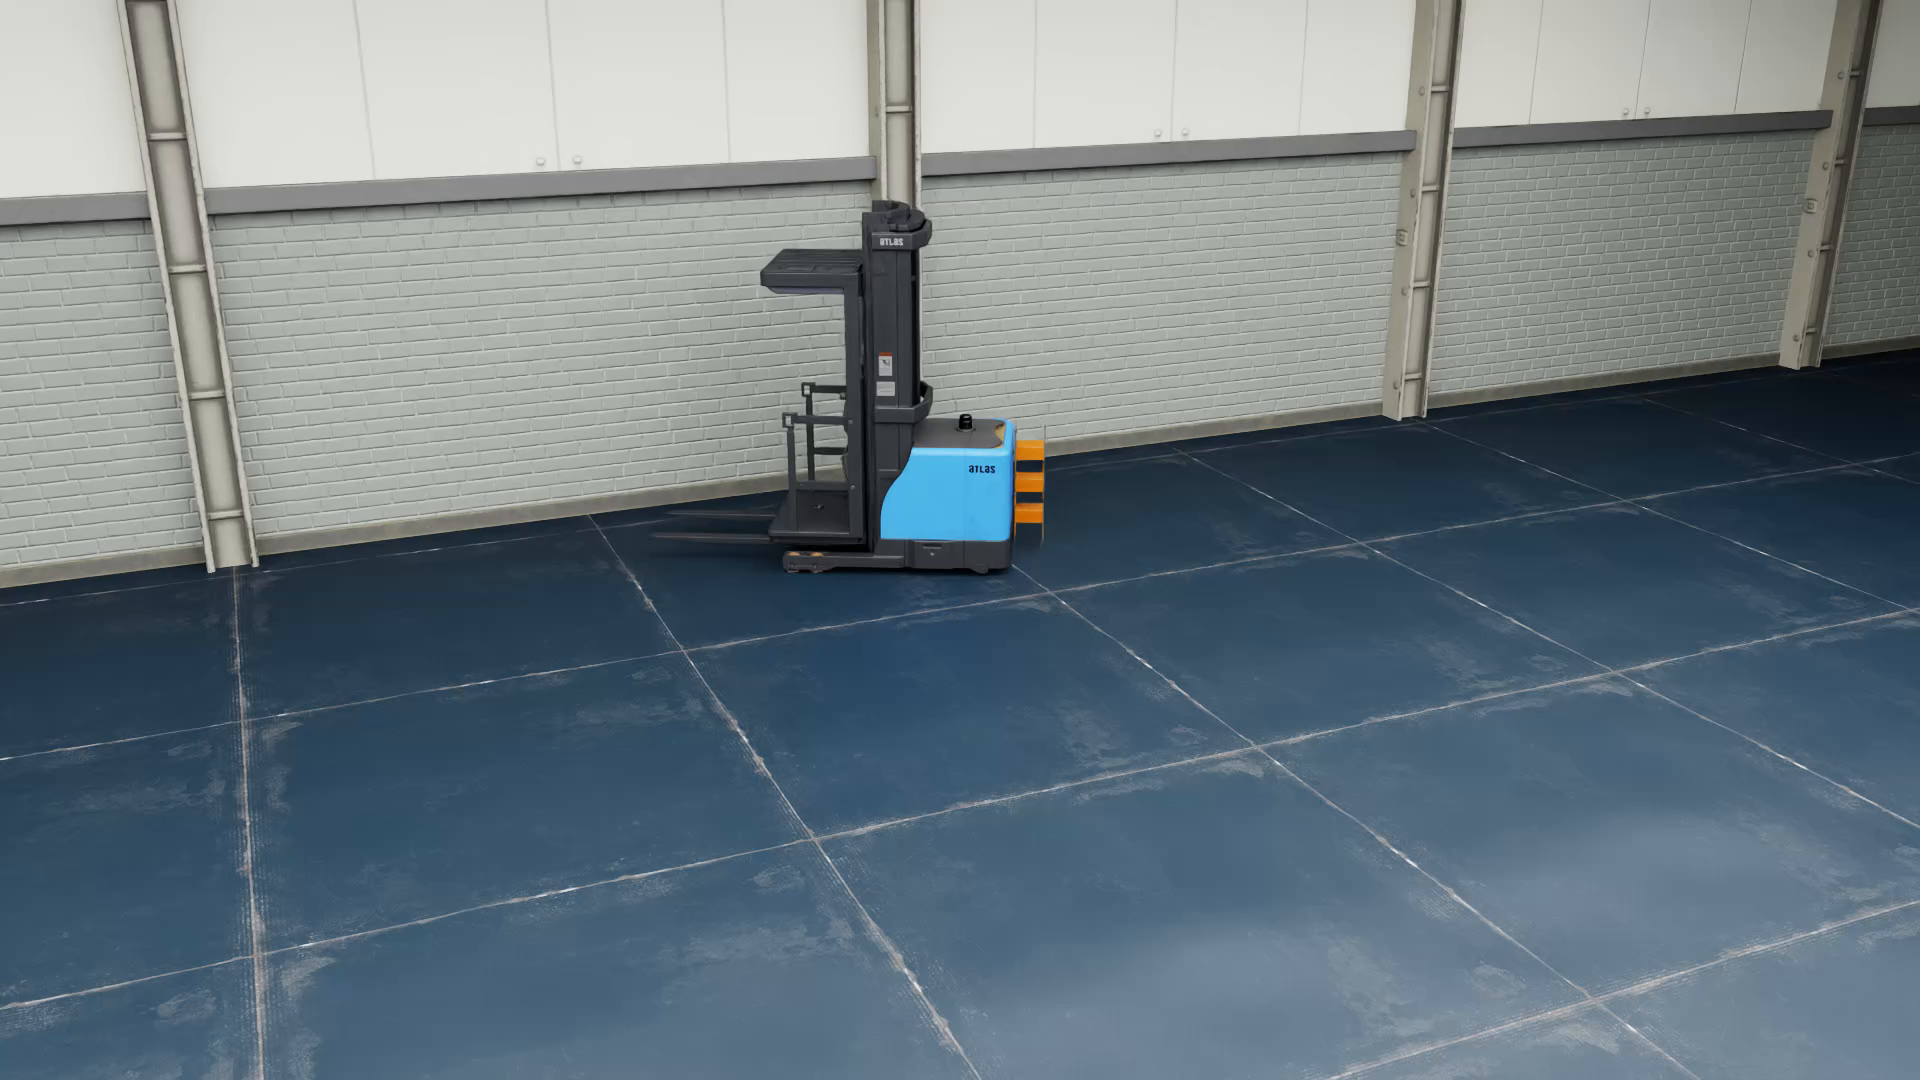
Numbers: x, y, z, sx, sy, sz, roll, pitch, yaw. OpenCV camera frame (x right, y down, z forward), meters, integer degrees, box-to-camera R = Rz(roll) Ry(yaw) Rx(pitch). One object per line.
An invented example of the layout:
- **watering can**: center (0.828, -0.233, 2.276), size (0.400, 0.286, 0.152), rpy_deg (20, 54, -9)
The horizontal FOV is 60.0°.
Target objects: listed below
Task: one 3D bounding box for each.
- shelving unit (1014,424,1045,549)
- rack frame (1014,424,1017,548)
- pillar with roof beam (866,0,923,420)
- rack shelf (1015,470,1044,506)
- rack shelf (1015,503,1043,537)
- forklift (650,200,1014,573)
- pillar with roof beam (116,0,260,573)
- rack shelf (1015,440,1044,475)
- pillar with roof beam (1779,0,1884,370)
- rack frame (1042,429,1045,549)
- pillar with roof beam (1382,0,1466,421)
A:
- **shelving unit**: center (0.595, -0.453, 14.227), size (0.252, 1.050, 0.215), rpy_deg (1, 19, 3)
- **rack frame**: center (0.473, -0.455, 14.234), size (0.008, 1.050, 0.200), rpy_deg (1, 19, 3)
- **pillar with roof beam**: center (1.113, -3.524, 10.980), size (0.400, 9.000, 9.100), rpy_deg (-8, 21, -22)
- **rack shelf**: center (0.595, -0.443, 14.230), size (0.240, 0.259, 0.215), rpy_deg (1, 19, 3)
- **rack shelf**: center (0.595, -0.181, 14.323), size (0.240, 0.259, 0.215), rpy_deg (1, 19, 3)
- **forklift**: center (-1.068, -1.281, 13.748), size (3.031, 2.935, 1.130), rpy_deg (1, 19, 4)
- **pillar with roof beam**: center (-4.396, -2.734, 8.739), size (0.400, 9.000, 9.100), rpy_deg (-8, 21, -22)
- **rack shelf**: center (0.595, -0.710, 14.136), size (0.240, 0.259, 0.215), rpy_deg (1, 19, 3)
- **pillar with roof beam**: center (12.132, -5.102, 15.464), size (0.400, 9.000, 9.100), rpy_deg (-8, 21, -22)
- **rack frame**: center (0.717, -0.450, 14.220), size (0.008, 1.050, 0.200), rpy_deg (1, 19, 3)
- **pillar with roof beam**: center (6.622, -4.313, 13.222), size (0.400, 9.000, 9.100), rpy_deg (-8, 21, -22)
